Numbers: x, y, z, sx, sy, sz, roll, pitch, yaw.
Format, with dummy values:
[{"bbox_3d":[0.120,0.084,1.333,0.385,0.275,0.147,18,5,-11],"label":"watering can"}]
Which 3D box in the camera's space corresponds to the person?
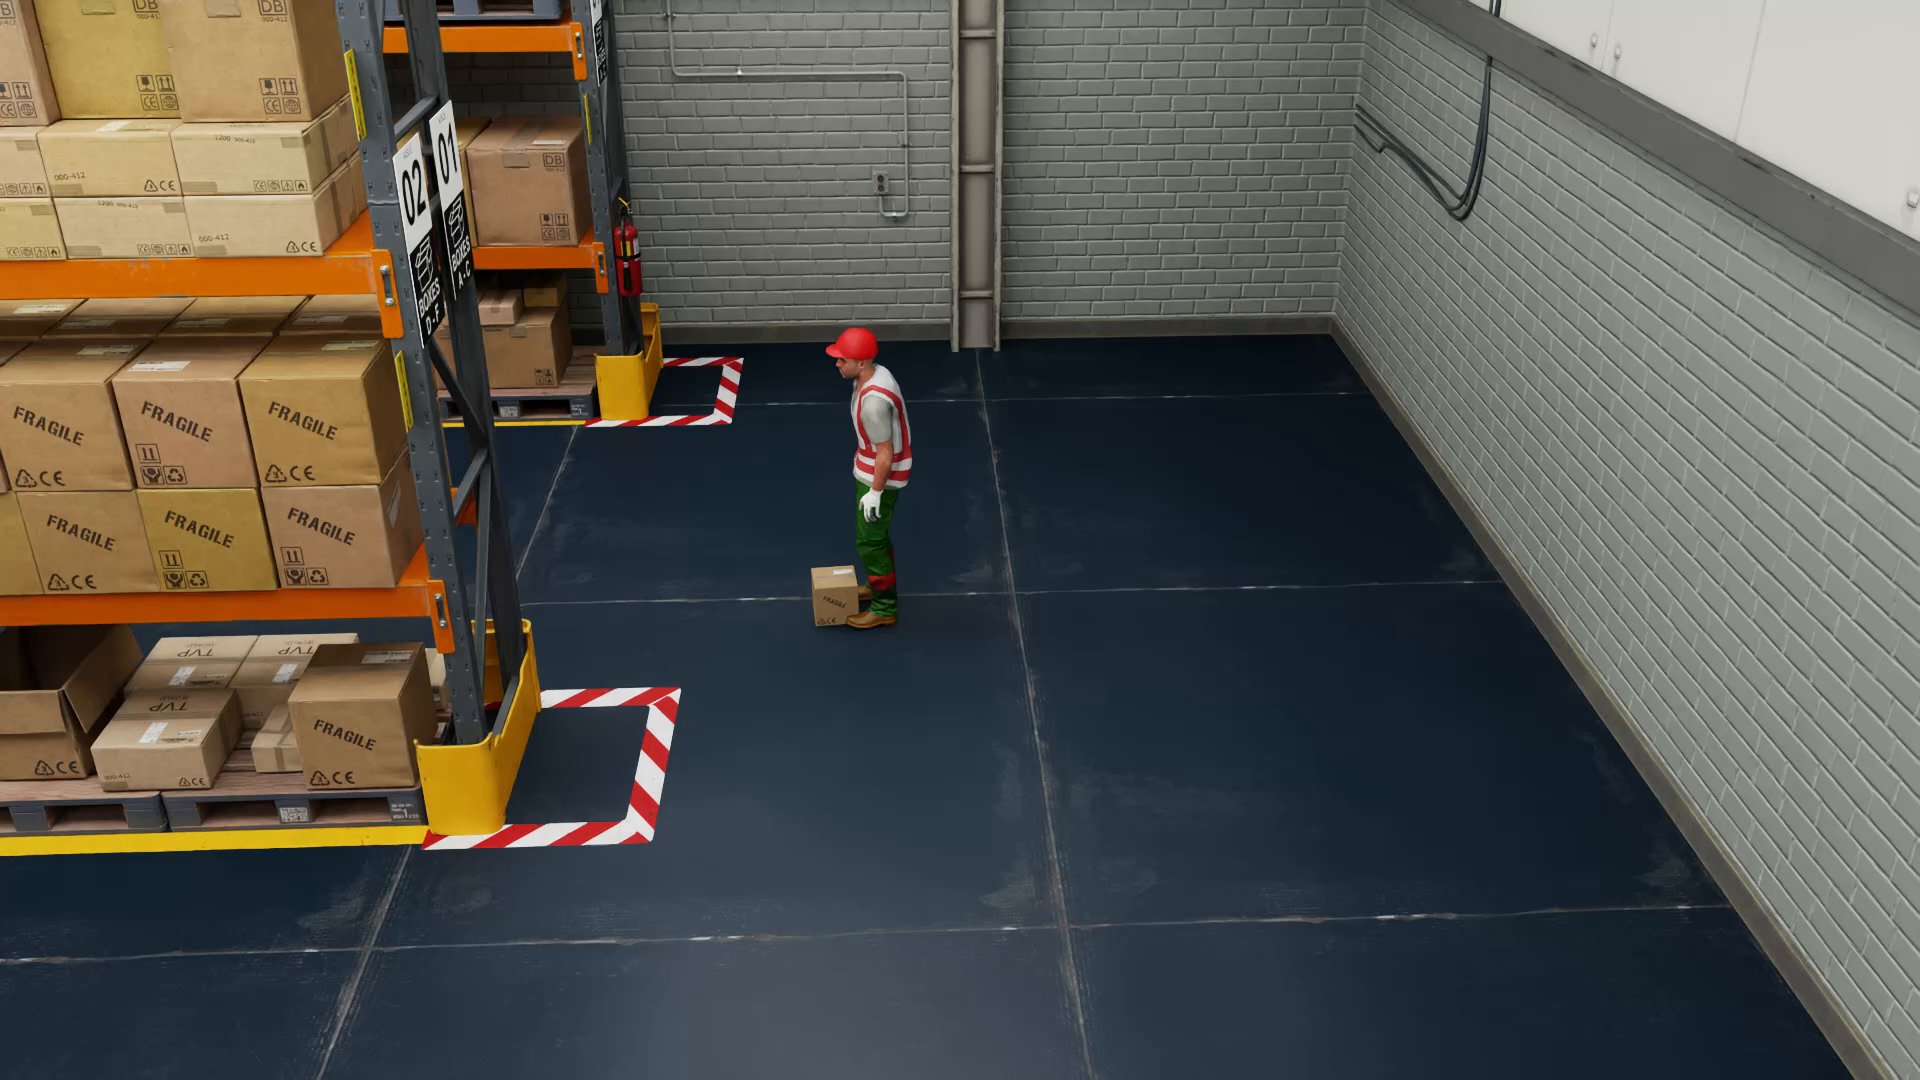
[{"bbox_3d":[-0.497,-0.378,9.272,0.451,1.720,0.582,-3,27,-6],"label":"person"}]
